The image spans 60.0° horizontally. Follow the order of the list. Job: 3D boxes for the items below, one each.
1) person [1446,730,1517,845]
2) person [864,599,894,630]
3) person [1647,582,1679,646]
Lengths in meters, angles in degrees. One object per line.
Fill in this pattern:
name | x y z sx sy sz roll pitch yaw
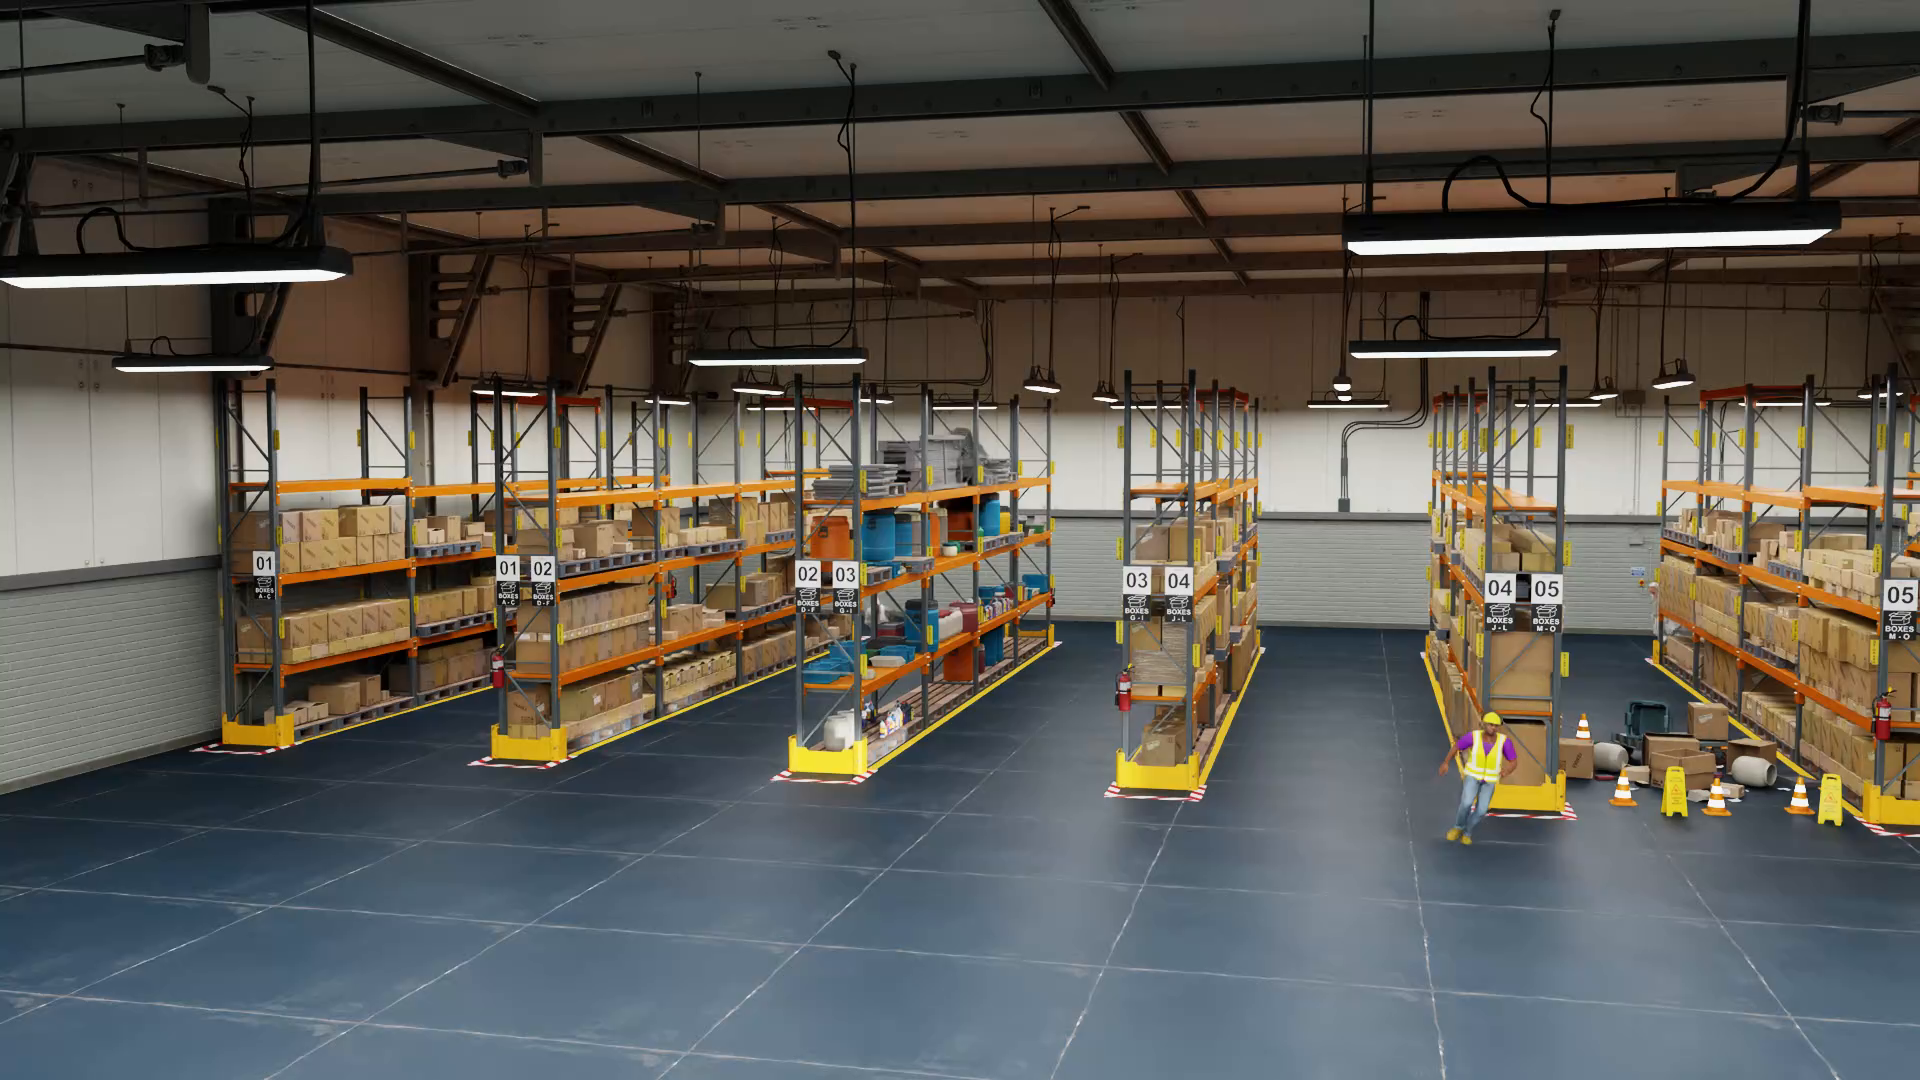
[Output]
person | 6.444 3.070 20.561 0.828 1.452 0.516 0 3 4
person | -1.807 1.669 37.198 0.658 0.801 0.899 0 3 -1
person | 16.535 1.774 39.190 0.720 1.596 0.631 -1 4 -17
